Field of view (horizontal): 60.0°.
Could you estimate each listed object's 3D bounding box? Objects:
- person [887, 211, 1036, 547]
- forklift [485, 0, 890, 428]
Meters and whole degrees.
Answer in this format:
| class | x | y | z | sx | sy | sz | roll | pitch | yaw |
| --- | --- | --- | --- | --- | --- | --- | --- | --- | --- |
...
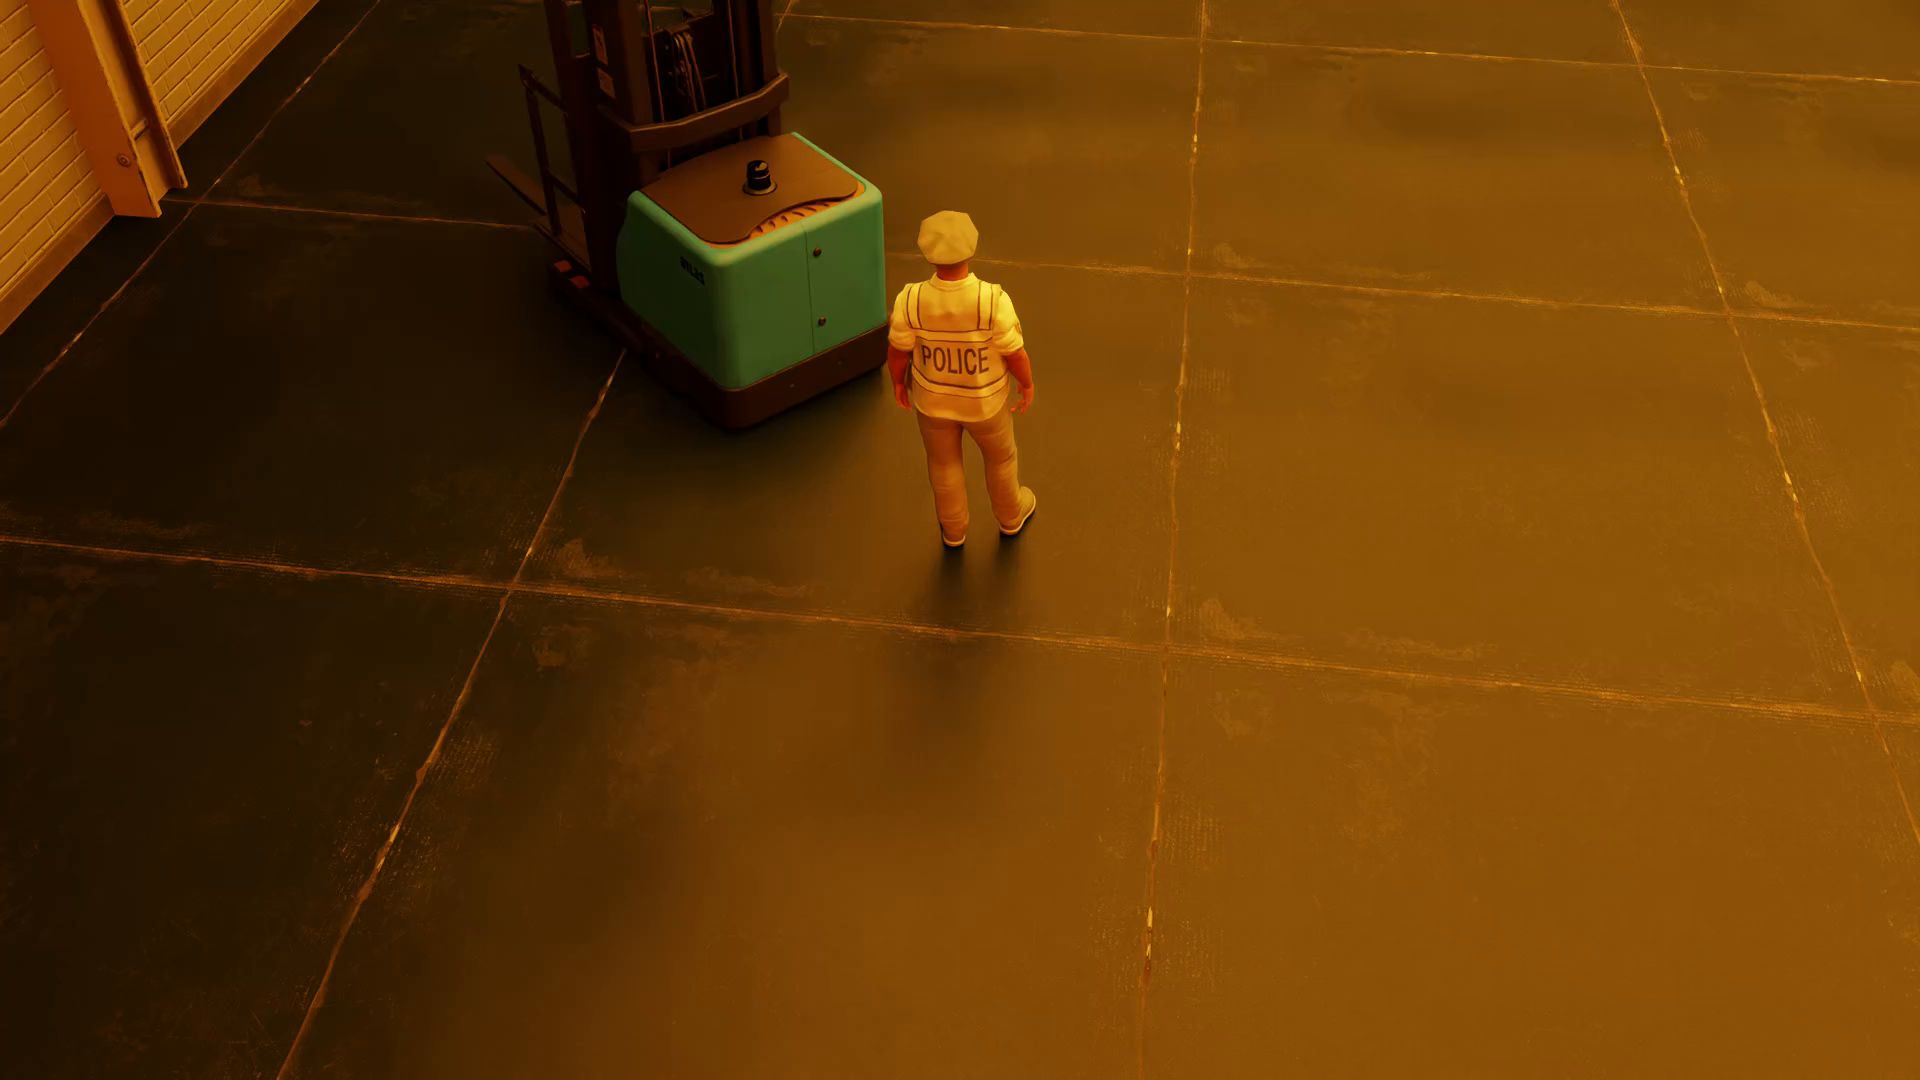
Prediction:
| class | x | y | z | sx | sy | sz | roll | pitch | yaw |
| --- | --- | --- | --- | --- | --- | --- | --- | --- | --- |
| person | 0.021 | -0.714 | 7.339 | 0.642 | 1.782 | 0.573 | 5 | 43 | 6 |
| forklift | -1.679 | -2.582 | 8.535 | 1.130 | 2.935 | 3.031 | -28 | 50 | -27 |
